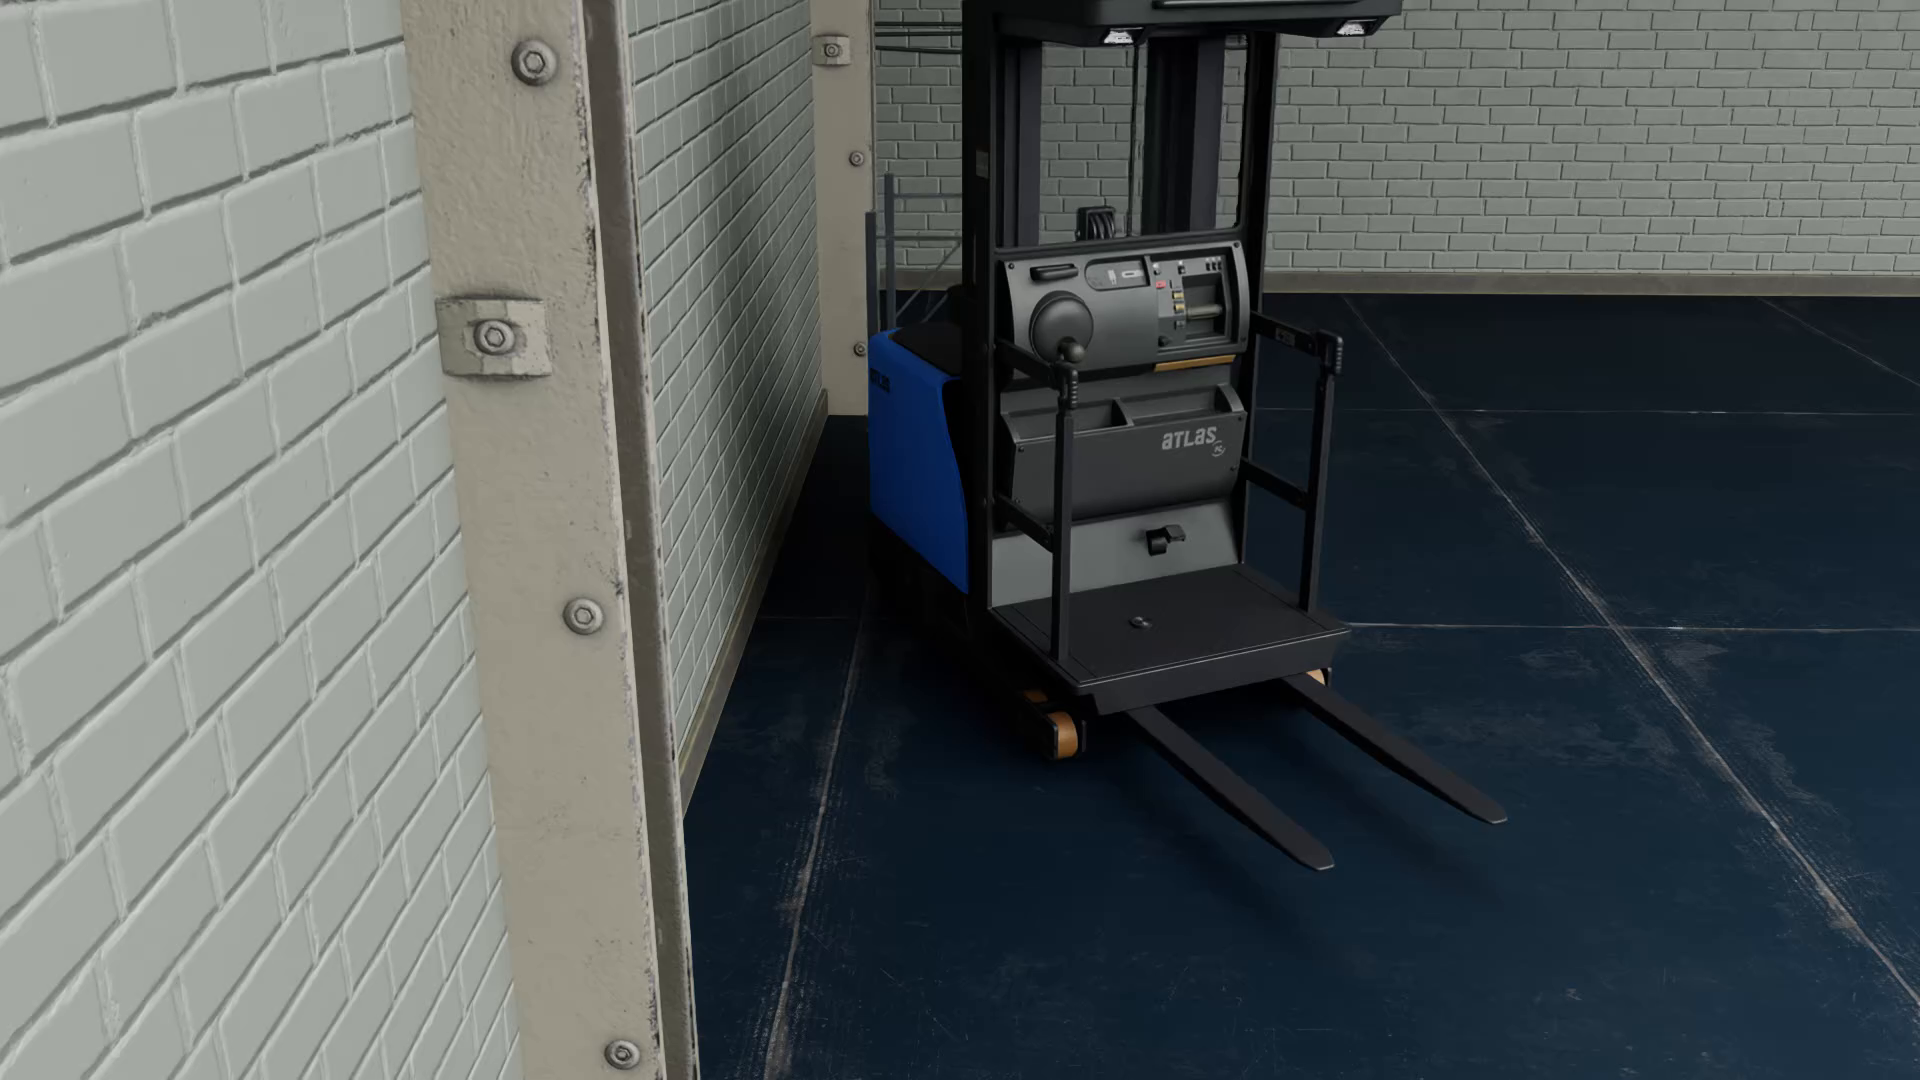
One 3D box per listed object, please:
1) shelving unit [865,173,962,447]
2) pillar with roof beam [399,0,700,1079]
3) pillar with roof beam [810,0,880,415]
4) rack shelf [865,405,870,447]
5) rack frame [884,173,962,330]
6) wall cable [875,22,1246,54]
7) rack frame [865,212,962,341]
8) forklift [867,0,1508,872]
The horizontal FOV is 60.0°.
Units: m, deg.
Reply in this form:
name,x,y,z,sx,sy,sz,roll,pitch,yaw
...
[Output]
name,x,y,z,sx,sy,sz,roll,pitch,yaw
shelving unit,-0.123,-0.834,7.606,0.538,1.500,1.048,1,21,2
pillar with roof beam,3.502,-2.751,2.180,9.100,9.000,0.400,1,21,2
pillar with roof beam,3.685,-4.921,7.771,9.100,9.000,0.400,1,21,2
rack shelf,-0.123,-0.667,7.671,0.538,0.185,1.000,1,21,2
rack frame,-0.105,-1.018,8.080,0.500,1.500,0.032,1,21,2
wall cable,0.793,-4.571,11.162,3.097,2.526,0.112,1,21,2
rack frame,-0.141,-0.651,7.133,0.500,1.500,0.032,1,21,2
forklift,0.671,-0.800,5.538,1.130,2.935,3.031,-9,23,-22
